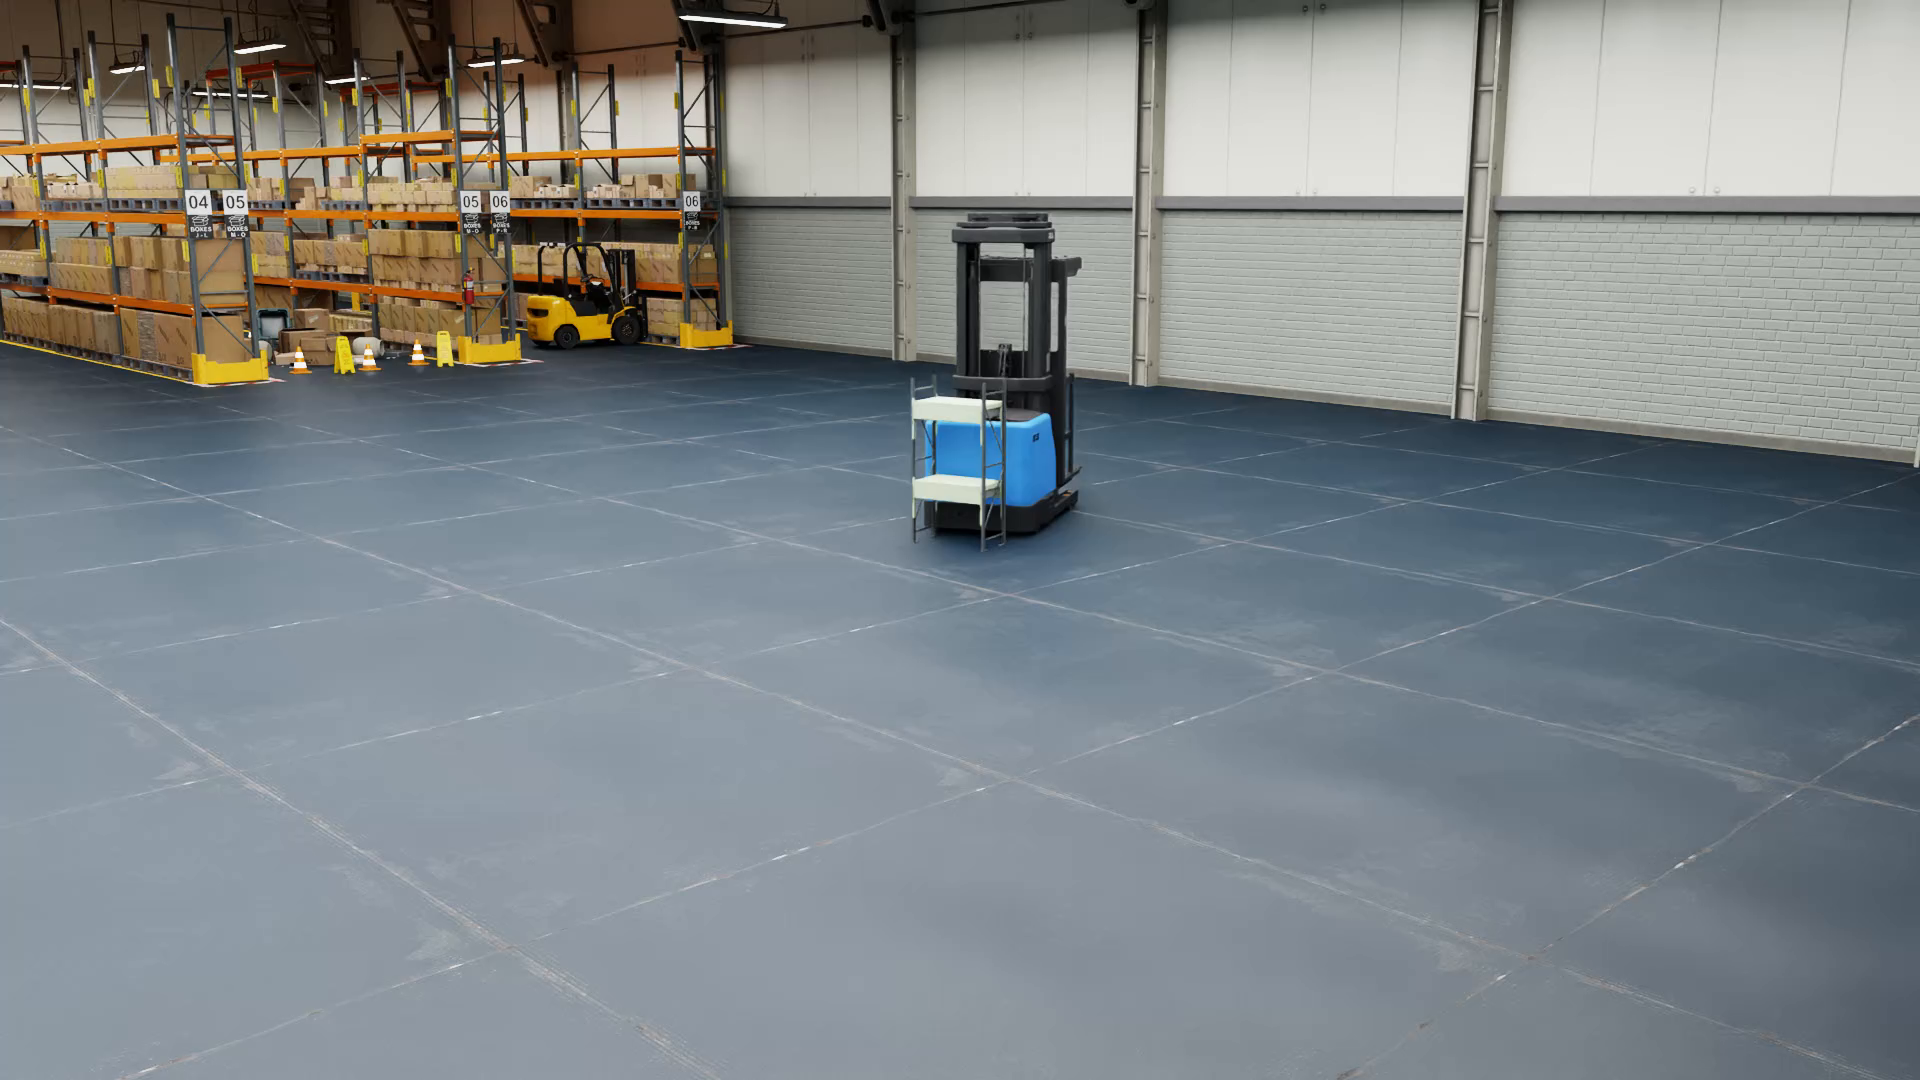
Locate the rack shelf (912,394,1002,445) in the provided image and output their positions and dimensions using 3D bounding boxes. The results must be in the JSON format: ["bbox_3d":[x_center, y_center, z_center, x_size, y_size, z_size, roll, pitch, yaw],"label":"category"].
[{"bbox_3d":[-0.015,-1.081,14.845,0.720,0.370,0.431,7,13,30],"label":"rack shelf"}]

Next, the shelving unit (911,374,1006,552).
[{"bbox_3d":[-0.015,-0.699,14.924,0.755,1.500,0.431,7,13,30],"label":"shelving unit"}]

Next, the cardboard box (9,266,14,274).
[{"bbox_3d":[-19.747,-5.678,34.960,0.250,0.149,0.380,11,16,43],"label":"cardboard box"}]

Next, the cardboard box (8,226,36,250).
[{"bbox_3d":[-20.899,-6.729,37.013,0.500,0.500,0.500,-10,16,-41],"label":"cardboard box"}]

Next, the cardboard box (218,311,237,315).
[{"bbox_3d":[-17.609,-5.706,40.823,0.875,0.438,0.875,-11,16,-43],"label":"cardboard box"}]

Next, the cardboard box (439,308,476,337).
[{"bbox_3d":[-9.708,-4.205,32.139,0.500,0.500,0.500,-11,16,-42],"label":"cardboard box"}]

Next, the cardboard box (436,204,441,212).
[{"bbox_3d":[-9.770,-6.332,31.740,0.380,0.149,0.250,-10,15,-41],"label":"cardboard box"}]

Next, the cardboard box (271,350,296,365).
[{"bbox_3d":[-12.720,-3.444,31.307,0.396,0.266,0.258,-8,14,-33],"label":"cardboard box"}]

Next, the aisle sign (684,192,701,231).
[{"bbox_3d":[-5.546,-6.813,34.441,0.394,0.787,0.004,-11,16,-43],"label":"aisle sign"}]

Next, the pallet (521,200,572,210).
[{"bbox_3d":[-9.596,-7.885,39.122,1.003,0.211,1.213,-10,15,-40],"label":"pallet"}]

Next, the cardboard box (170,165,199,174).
[{"bbox_3d":[-12.955,-6.186,27.768,0.380,0.149,0.250,-11,16,-42],"label":"cardboard box"}]

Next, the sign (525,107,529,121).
[{"bbox_3d":[-10.505,-10.309,40.278,0.100,0.325,0.005,-11,16,-43],"label":"sign"}]

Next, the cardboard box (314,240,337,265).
[{"bbox_3d":[-13.611,-6.216,35.962,0.500,0.500,0.500,-11,16,-42],"label":"cardboard box"}]

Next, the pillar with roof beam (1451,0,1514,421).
[{"bbox_3d":[4.109,-5.529,19.784,9.100,9.000,0.400,-11,16,-43],"label":"pillar with roof beam"}]

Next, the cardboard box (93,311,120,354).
[{"bbox_3d":[-15.733,-3.959,31.566,1.050,0.750,0.750,-11,16,-43],"label":"cardboard box"}]

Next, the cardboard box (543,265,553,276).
[{"bbox_3d":[-9.351,-6.287,38.702,0.500,0.250,0.500,-11,16,-42],"label":"cardboard box"}]

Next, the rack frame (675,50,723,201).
[{"bbox_3d":[-5.379,-8.528,34.343,1.000,3.000,0.127,-11,16,-43],"label":"rack frame"}]

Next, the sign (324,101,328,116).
[{"bbox_3d":[-14.105,-9.577,36.922,0.100,0.325,0.005,-11,16,-43],"label":"sign"}]

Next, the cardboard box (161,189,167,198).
[{"bbox_3d":[-13.303,-5.869,28.206,0.380,0.149,0.250,-11,16,-42],"label":"cardboard box"}]

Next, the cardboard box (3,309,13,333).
[{"bbox_3d":[-20.445,-4.781,36.177,0.500,0.500,0.500,-10,15,-40],"label":"cardboard box"}]

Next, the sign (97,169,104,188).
[{"bbox_3d":[-15.625,-6.576,30.242,0.100,0.325,0.005,-11,16,-43],"label":"sign"}]

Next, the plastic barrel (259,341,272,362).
[{"bbox_3d":[-13.346,-3.563,31.496,0.512,0.421,0.421,-1,12,-4],"label":"plastic barrel"}]

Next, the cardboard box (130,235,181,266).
[{"bbox_3d":[-14.545,-5.257,30.283,0.875,0.550,0.550,-11,16,-43],"label":"cardboard box"}]

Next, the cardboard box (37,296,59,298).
[{"bbox_3d":[-19.721,-5.143,36.074,0.500,0.250,0.500,-10,15,-40],"label":"cardboard box"}]

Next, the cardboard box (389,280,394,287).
[{"bbox_3d":[-11.326,-5.204,33.696,0.380,0.149,0.250,-11,16,-43],"label":"cardboard box"}]

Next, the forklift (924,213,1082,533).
[{"bbox_3d":[0.570,-1.753,16.495,1.130,2.935,3.031,3,12,16],"label":"forklift"}]

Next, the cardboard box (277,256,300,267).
[{"bbox_3d":[-15.009,-6.272,37.392,0.500,0.250,0.500,-11,16,-43],"label":"cardboard box"}]

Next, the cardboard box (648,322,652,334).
[{"bbox_3d":[-6.608,-4.622,36.022,0.500,0.250,0.500,-11,16,-42],"label":"cardboard box"}]

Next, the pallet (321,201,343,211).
[{"bbox_3d":[-12.797,-7.114,35.380,1.213,0.211,1.003,-11,16,-43],"label":"pallet"}]

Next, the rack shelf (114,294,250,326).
[{"bbox_3d":[-13.858,-4.133,29.658,1.077,0.370,4.000,-11,16,-43],"label":"rack shelf"}]

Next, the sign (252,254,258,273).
[{"bbox_3d":[-12.071,-4.732,28.445,0.100,0.325,0.005,-11,16,-43],"label":"sign"}]

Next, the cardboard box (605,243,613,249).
[{"bbox_3d":[-7.604,-6.485,36.700,0.380,0.149,0.250,-10,16,-41],"label":"cardboard box"}]

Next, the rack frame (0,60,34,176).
[{"bbox_3d":[-20.764,-8.883,36.064,1.000,3.000,0.127,-11,16,-43],"label":"rack frame"}]

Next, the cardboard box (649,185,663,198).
[{"bbox_3d":[-6.346,-7.364,35.168,0.396,0.266,0.258,-11,16,-42],"label":"cardboard box"}]

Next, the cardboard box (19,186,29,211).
[{"bbox_3d":[-18.934,-6.998,34.101,0.500,0.500,0.500,-11,16,-43],"label":"cardboard box"}]

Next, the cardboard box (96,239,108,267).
[{"bbox_3d":[-15.943,-5.462,31.602,0.700,0.500,0.500,-11,16,-43],"label":"cardboard box"}]

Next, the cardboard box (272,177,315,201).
[{"bbox_3d":[-14.861,-7.825,37.065,0.637,0.503,0.797,11,16,42],"label":"cardboard box"}]

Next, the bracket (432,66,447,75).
[{"bbox_3d":[-13.465,-12.160,43.049,0.235,0.232,0.430,-11,16,-43],"label":"bracket"}]

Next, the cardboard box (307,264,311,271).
[{"bbox_3d":[-14.075,-5.982,36.435,0.250,0.149,0.380,10,16,41],"label":"cardboard box"}]

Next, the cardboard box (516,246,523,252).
[{"bbox_3d":[-10.326,-6.927,39.586,0.380,0.149,0.250,-11,16,-42],"label":"cardboard box"}]

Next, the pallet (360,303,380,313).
[{"bbox_3d":[-15.825,-6.432,45.946,1.003,0.211,1.213,-11,16,-43],"label":"pallet"}]

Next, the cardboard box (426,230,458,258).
[{"bbox_3d":[-9.821,-5.701,32.025,0.700,0.500,0.500,-11,16,-42],"label":"cardboard box"}]

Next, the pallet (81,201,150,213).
[{"bbox_3d":[-15.908,-6.279,31.335,1.217,0.209,0.805,11,16,43],"label":"pallet"}]

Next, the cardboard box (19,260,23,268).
[{"bbox_3d":[-19.214,-5.711,34.381,0.380,0.149,0.250,-11,16,-42],"label":"cardboard box"}]

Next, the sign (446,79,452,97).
[{"bbox_3d":[-9.382,-8.297,30.512,0.100,0.325,0.005,-11,16,-43],"label":"sign"}]

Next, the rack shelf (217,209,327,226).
[{"bbox_3d":[-15.872,-7.474,38.442,1.077,0.370,4.000,-11,16,-43],"label":"rack shelf"}]

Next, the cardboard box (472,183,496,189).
[{"bbox_3d":[-9.064,-6.715,31.621,0.380,0.149,0.250,-11,16,-43],"label":"cardboard box"}]

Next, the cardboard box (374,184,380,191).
[{"bbox_3d":[-11.547,-7.093,33.456,0.380,0.149,0.250,-10,15,-41],"label":"cardboard box"}]

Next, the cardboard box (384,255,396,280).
[{"bbox_3d":[-11.263,-5.503,33.542,0.500,0.500,0.500,-11,16,-43],"label":"cardboard box"}]

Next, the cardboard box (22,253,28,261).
[{"bbox_3d":[-19.024,-5.818,34.161,0.380,0.149,0.250,-10,15,-41],"label":"cardboard box"}]

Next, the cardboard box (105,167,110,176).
[{"bbox_3d":[-15.234,-6.668,30.105,0.380,0.149,0.250,-11,16,-42],"label":"cardboard box"}]

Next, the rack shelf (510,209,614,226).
[{"bbox_3d":[-9.523,-7.582,38.969,1.077,0.370,4.000,-11,16,-43],"label":"rack shelf"}]

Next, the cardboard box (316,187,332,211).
[{"bbox_3d":[-13.417,-7.366,35.881,0.797,0.503,0.637,-11,16,-43],"label":"cardboard box"}]
